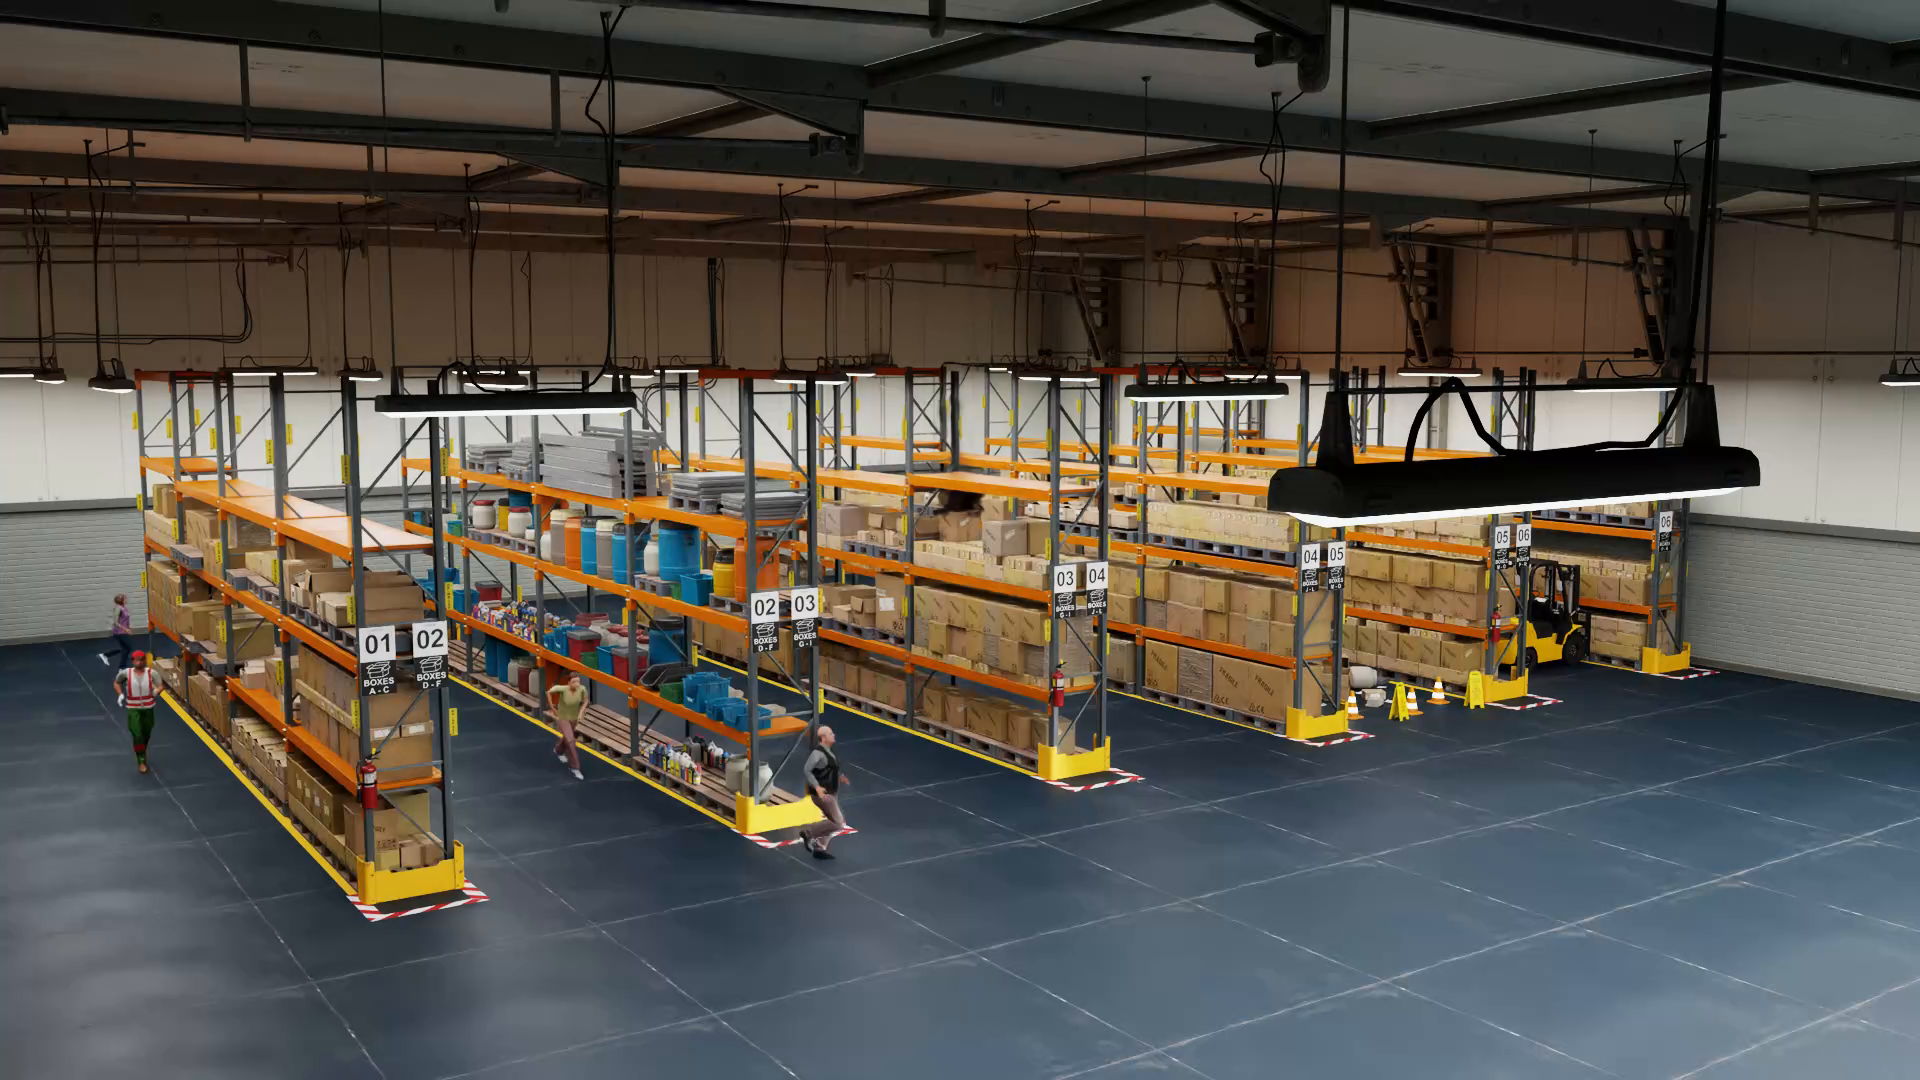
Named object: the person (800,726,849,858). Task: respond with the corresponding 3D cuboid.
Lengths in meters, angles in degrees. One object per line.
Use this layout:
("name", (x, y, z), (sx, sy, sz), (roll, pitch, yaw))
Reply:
("person", (-1.690, 3.162, 20.828), (0.592, 1.681, 0.663), (1, 7, 9))

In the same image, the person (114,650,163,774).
("person", (-12.476, 2.570, 25.321), (0.644, 1.805, 0.983), (-4, 8, -34))

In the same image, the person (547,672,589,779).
("person", (-5.935, 2.735, 25.068), (0.616, 1.625, 1.003), (-4, 8, -31))

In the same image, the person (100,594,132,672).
("person", (-16.708, 1.864, 32.894), (0.617, 1.560, 0.536), (-2, 7, -18))
